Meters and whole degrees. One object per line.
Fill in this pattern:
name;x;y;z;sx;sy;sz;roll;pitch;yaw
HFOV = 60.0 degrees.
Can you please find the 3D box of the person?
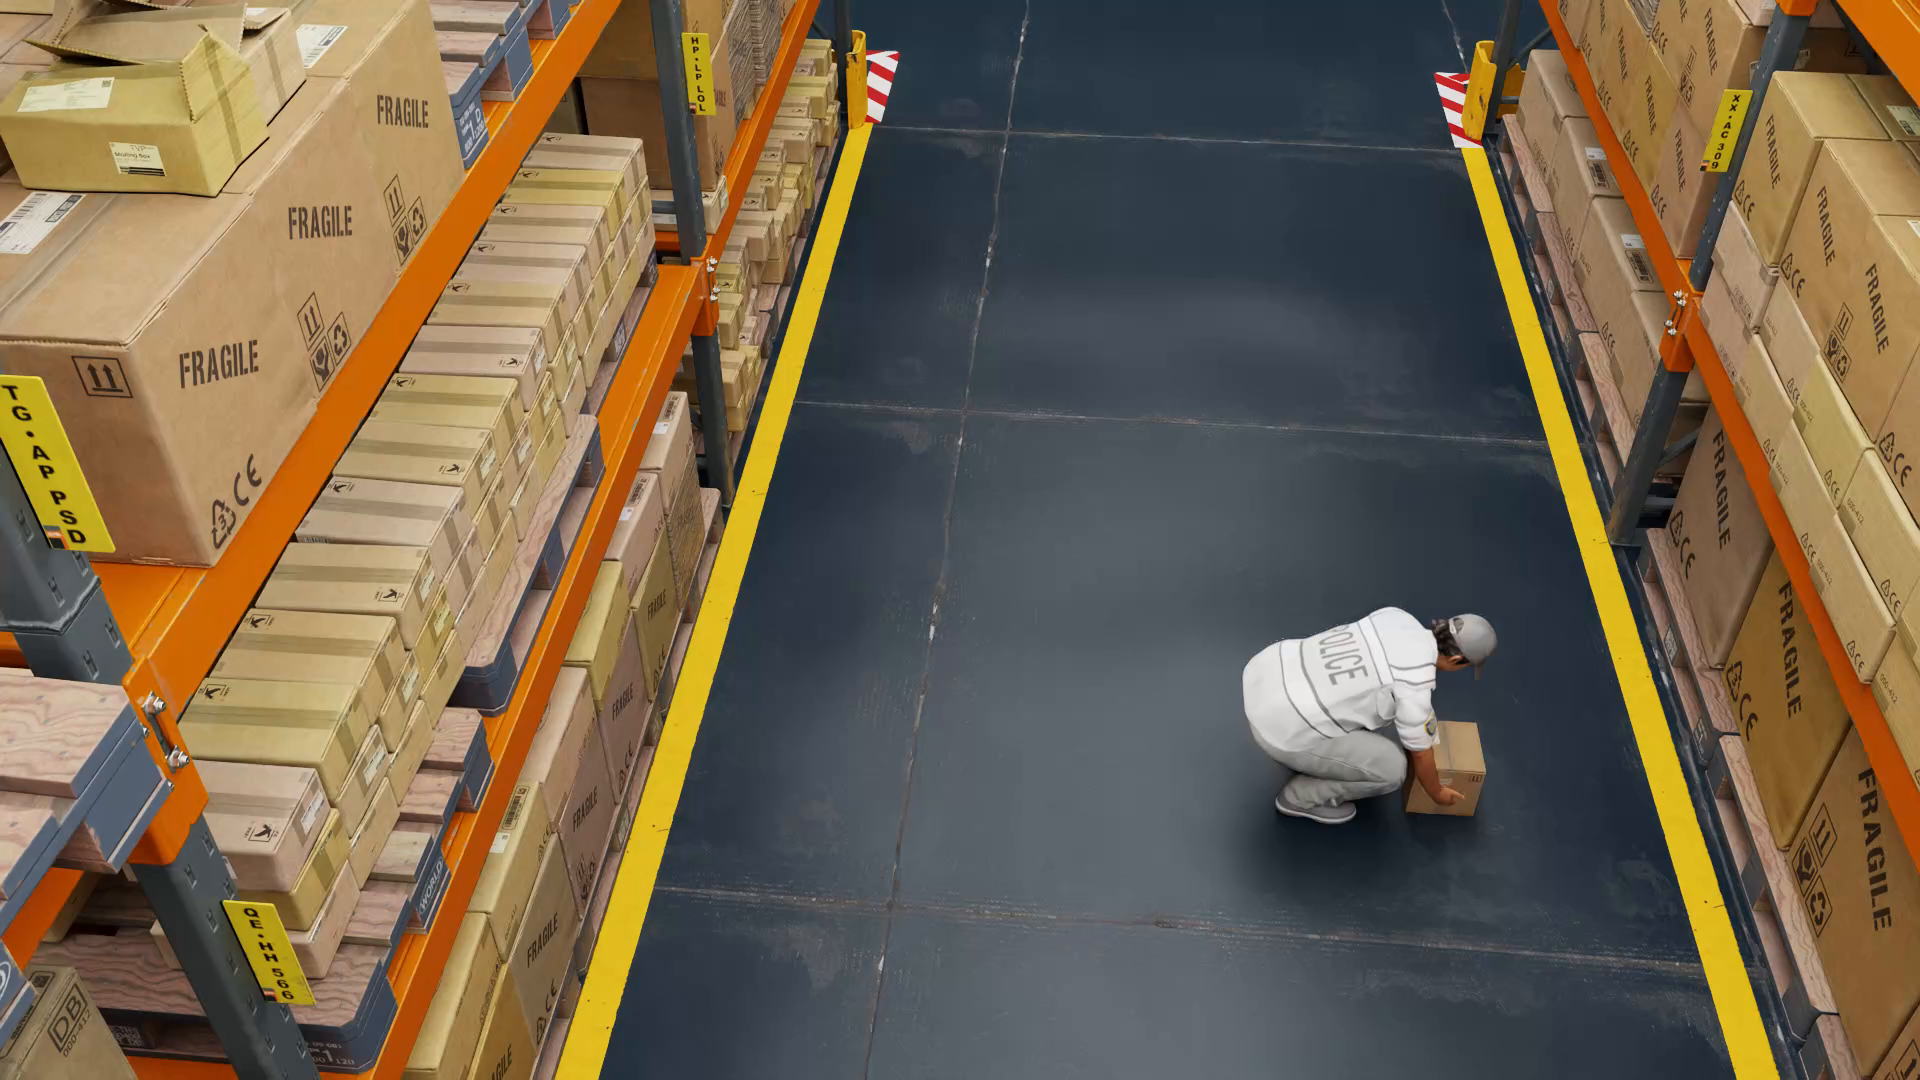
person;1.477;0.615;6.077;0.841;0.838;0.521;3;40;4
